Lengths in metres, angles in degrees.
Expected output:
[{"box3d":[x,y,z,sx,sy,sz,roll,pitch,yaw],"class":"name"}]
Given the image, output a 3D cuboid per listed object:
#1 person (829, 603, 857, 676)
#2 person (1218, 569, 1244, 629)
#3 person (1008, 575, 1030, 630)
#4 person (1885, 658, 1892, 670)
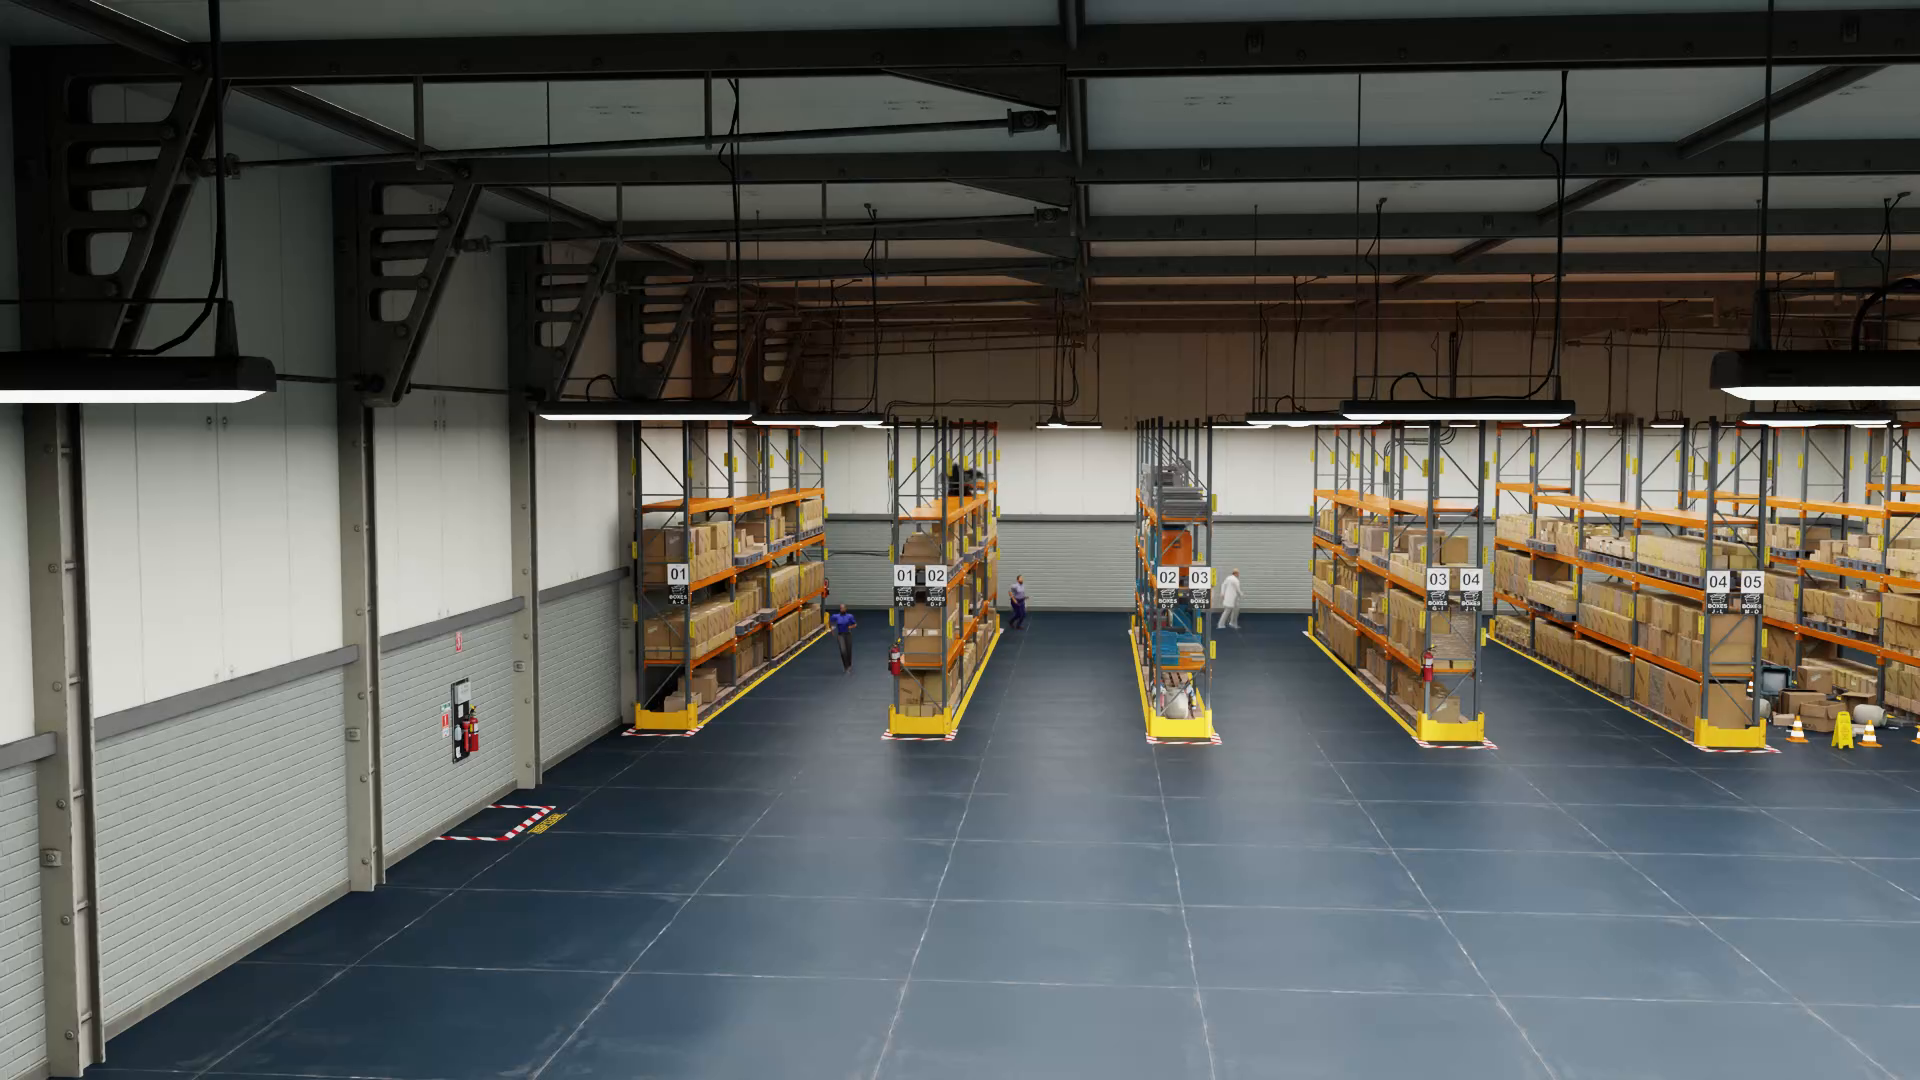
[{"box3d":[-2.761,2.351,39.298,0.664,1.686,0.767,-1,4,-11],"class":"person"},{"box3d":[7.852,1.707,48.108,0.794,1.773,0.594,0,4,-5],"class":"person"},{"box3d":[1.683,1.801,48.060,0.629,1.597,0.599,4,5,44],"class":"person"},{"box3d":[22.171,2.321,39.357,0.563,1.644,0.903,0,4,-4],"class":"person"}]
